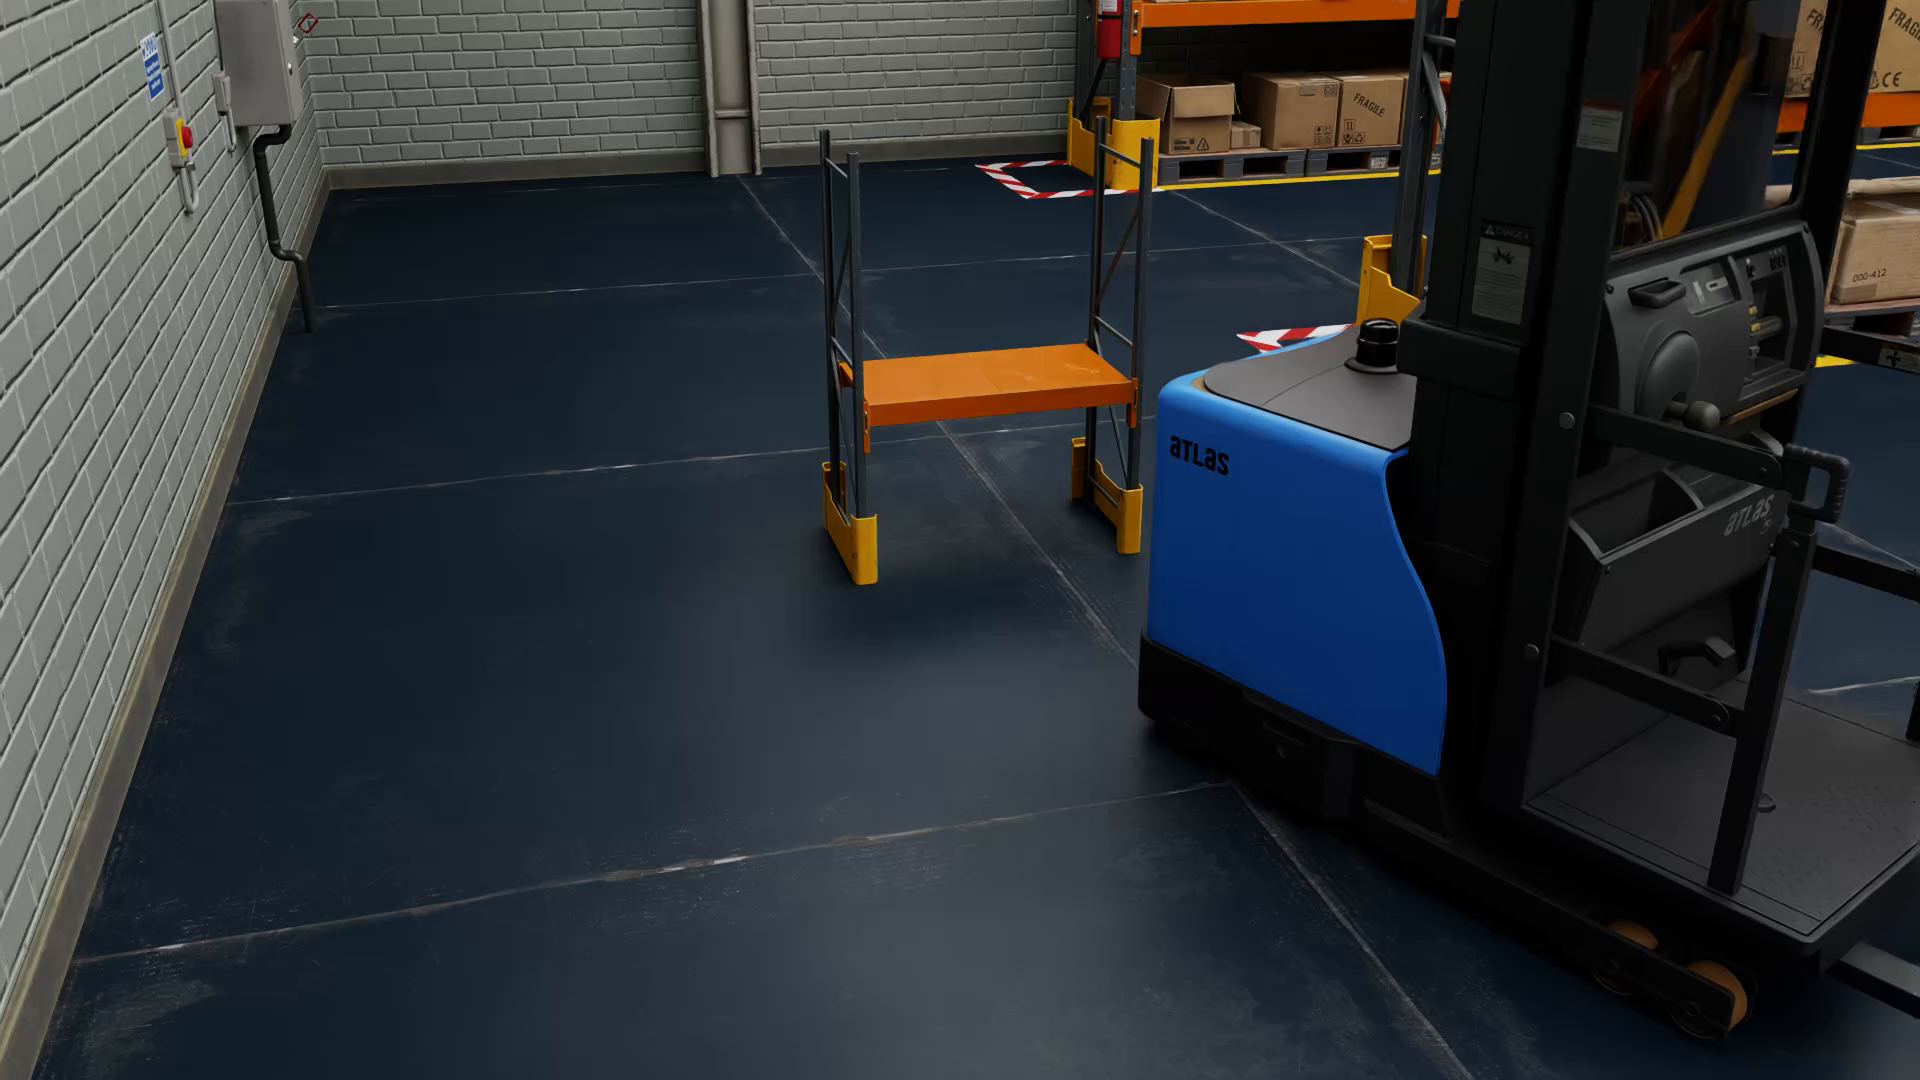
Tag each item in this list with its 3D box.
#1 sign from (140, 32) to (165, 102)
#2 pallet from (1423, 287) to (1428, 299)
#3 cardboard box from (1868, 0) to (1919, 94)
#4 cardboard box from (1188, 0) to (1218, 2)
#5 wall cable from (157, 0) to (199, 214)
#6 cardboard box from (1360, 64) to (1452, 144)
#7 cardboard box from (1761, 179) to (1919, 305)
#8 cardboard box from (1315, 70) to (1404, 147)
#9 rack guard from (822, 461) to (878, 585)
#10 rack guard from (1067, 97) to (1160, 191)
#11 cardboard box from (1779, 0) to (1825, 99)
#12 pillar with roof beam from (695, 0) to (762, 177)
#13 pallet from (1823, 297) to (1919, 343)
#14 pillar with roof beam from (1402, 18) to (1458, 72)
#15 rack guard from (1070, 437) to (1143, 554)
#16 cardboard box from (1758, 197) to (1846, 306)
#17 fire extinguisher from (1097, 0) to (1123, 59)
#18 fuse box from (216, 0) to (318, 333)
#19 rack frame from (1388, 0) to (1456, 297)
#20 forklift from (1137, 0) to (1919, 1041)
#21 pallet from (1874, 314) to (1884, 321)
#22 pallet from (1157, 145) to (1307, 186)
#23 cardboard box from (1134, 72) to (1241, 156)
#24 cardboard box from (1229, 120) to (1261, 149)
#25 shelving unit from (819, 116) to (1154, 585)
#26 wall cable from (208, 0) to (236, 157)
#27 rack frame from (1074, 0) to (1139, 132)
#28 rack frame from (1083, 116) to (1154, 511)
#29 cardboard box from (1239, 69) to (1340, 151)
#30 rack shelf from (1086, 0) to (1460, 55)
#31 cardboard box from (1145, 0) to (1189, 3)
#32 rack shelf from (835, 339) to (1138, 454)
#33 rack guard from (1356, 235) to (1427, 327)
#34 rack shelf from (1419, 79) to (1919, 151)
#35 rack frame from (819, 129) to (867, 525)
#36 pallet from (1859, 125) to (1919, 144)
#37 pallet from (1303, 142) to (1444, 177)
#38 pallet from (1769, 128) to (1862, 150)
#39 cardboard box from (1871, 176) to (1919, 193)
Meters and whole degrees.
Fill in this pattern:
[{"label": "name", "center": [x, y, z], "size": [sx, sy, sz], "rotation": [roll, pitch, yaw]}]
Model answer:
[{"label": "sign", "center": [-3.041, -1.785, 6.262], "size": [0.001, 0.218, 0.327], "rotation": [-6, 24, -14]}, {"label": "pallet", "center": [3.177, -1.128, 8.612], "size": [1.213, 0.211, 1.003], "rotation": [-6, 24, -14]}, {"label": "cardboard box", "center": [4.419, -2.454, 8.039], "size": [0.500, 0.500, 0.500], "rotation": [-6, 24, -13]}, {"label": "cardboard box", "center": [1.706, -4.039, 12.178], "size": [0.250, 0.149, 0.380], "rotation": [-6, 24, -13]}, {"label": "wall cable", "center": [-2.995, -2.167, 6.167], "size": [0.123, 1.953, 0.585], "rotation": [-6, 24, -14]}, {"label": "cardboard box", "center": [3.531, -3.439, 13.099], "size": [0.500, 0.500, 0.700], "rotation": [-7, 24, -16]}, {"label": "cardboard box", "center": [4.784, -1.615, 8.926], "size": [0.875, 0.438, 0.875], "rotation": [-7, 24, -16]}, {"label": "cardboard box", "center": [3.068, -3.347, 12.884], "size": [0.500, 0.500, 0.500], "rotation": [-6, 24, -13]}, {"label": "rack guard", "center": [-0.406, -0.070, 6.096], "size": [0.087, 0.250, 0.587], "rotation": [-6, 24, -14]}, {"label": "rack guard", "center": [1.157, -3.038, 12.697], "size": [0.348, 0.500, 1.175], "rotation": [-6, 24, -14]}, {"label": "cardboard box", "center": [3.942, -2.395, 7.900], "size": [0.500, 0.500, 0.500], "rotation": [-6, 24, -15]}, {"label": "pillar with roof beam", "center": [-0.593, -5.356, 7.321], "size": [0.400, 9.000, 9.100], "rotation": [-6, 24, -14]}, {"label": "pallet", "center": [4.349, -1.257, 8.911], "size": [1.213, 0.211, 1.003], "rotation": [-6, 24, -14]}, {"label": "pillar with roof beam", "center": [5.184, -5.995, 8.811], "size": [0.400, 9.000, 9.100], "rotation": [-6, 24, -14]}, {"label": "rack guard", "center": [0.553, -0.176, 6.343], "size": [0.087, 0.250, 0.587], "rotation": [-6, 24, -14]}, {"label": "cardboard box", "center": [3.915, -1.519, 8.703], "size": [0.875, 0.438, 0.875], "rotation": [-6, 24, -13]}, {"label": "fire extinguisher", "center": [1.067, -3.781, 11.828], "size": [0.183, 0.674, 0.296], "rotation": [-6, 24, -14]}, {"label": "fuse box", "center": [-3.422, -1.906, 8.523], "size": [0.414, 1.711, 0.539], "rotation": [-6, 24, -14]}, {"label": "rack frame", "center": [2.428, -2.295, 7.794], "size": [0.127, 3.000, 1.000], "rotation": [-6, 24, -14]}, {"label": "forklift", "center": [1.854, -0.469, 3.626], "size": [1.130, 2.935, 3.031], "rotation": [-18, 29, -36]}, {"label": "pallet", "center": [5.526, -1.388, 9.217], "size": [1.213, 0.211, 1.003], "rotation": [-6, 24, -14]}, {"label": "pallet", "center": [1.924, -2.991, 12.953], "size": [1.213, 0.211, 1.003], "rotation": [-6, 24, -14]}, {"label": "cardboard box", "center": [1.698, -3.254, 12.662], "size": [0.637, 0.503, 0.797], "rotation": [-7, 24, -16]}, {"label": "cardboard box", "center": [2.118, -3.121, 12.803], "size": [0.250, 0.149, 0.380], "rotation": [-7, 24, -16]}, {"label": "shelving unit", "center": [0.073, -0.697, 5.973], "size": [1.083, 1.500, 0.587], "rotation": [-6, 24, -14]}, {"label": "wall cable", "center": [-3.389, -2.689, 7.425], "size": [0.122, 1.984, 0.588], "rotation": [-6, 24, -14]}, {"label": "rack frame", "center": [1.083, -4.179, 12.185], "size": [0.127, 3.000, 1.000], "rotation": [-6, 24, -14]}, {"label": "rack frame", "center": [0.572, -0.752, 6.102], "size": [0.032, 1.500, 0.500], "rotation": [-6, 24, -14]}, {"label": "cardboard box", "center": [2.532, -3.329, 12.841], "size": [0.500, 0.500, 0.700], "rotation": [-5, 24, -12]}, {"label": "rack shelf", "center": [3.009, -4.061, 12.823], "size": [4.000, 0.370, 1.077], "rotation": [-6, 24, -14]}, {"label": "cardboard box", "center": [1.474, -3.994, 12.073], "size": [0.250, 0.149, 0.380], "rotation": [-6, 24, -15]}, {"label": "rack shelf", "center": [0.082, -0.533, 6.046], "size": [1.000, 0.185, 0.538], "rotation": [-6, 24, -14]}, {"label": "rack guard", "center": [2.405, -1.144, 8.281], "size": [0.348, 0.500, 1.175], "rotation": [-6, 24, -14]}, {"label": "rack shelf", "center": [4.354, -2.177, 8.432], "size": [4.000, 0.370, 1.077], "rotation": [-6, 24, -14]}, {"label": "rack frame", "center": [-0.407, -0.644, 5.849], "size": [0.032, 1.500, 0.500], "rotation": [-6, 24, -14]}, {"label": "pallet", "center": [8.057, -3.684, 14.569], "size": [1.213, 0.211, 1.003], "rotation": [-6, 24, -14]}, {"label": "pallet", "center": [3.096, -3.119, 13.252], "size": [1.213, 0.211, 1.003], "rotation": [-6, 24, -14]}, {"label": "pallet", "center": [6.885, -3.556, 14.269], "size": [1.213, 0.211, 1.003], "rotation": [-6, 24, -14]}, {"label": "cardboard box", "center": [5.646, -1.710, 9.149], "size": [0.875, 0.438, 0.875], "rotation": [-7, 24, -15]}]
